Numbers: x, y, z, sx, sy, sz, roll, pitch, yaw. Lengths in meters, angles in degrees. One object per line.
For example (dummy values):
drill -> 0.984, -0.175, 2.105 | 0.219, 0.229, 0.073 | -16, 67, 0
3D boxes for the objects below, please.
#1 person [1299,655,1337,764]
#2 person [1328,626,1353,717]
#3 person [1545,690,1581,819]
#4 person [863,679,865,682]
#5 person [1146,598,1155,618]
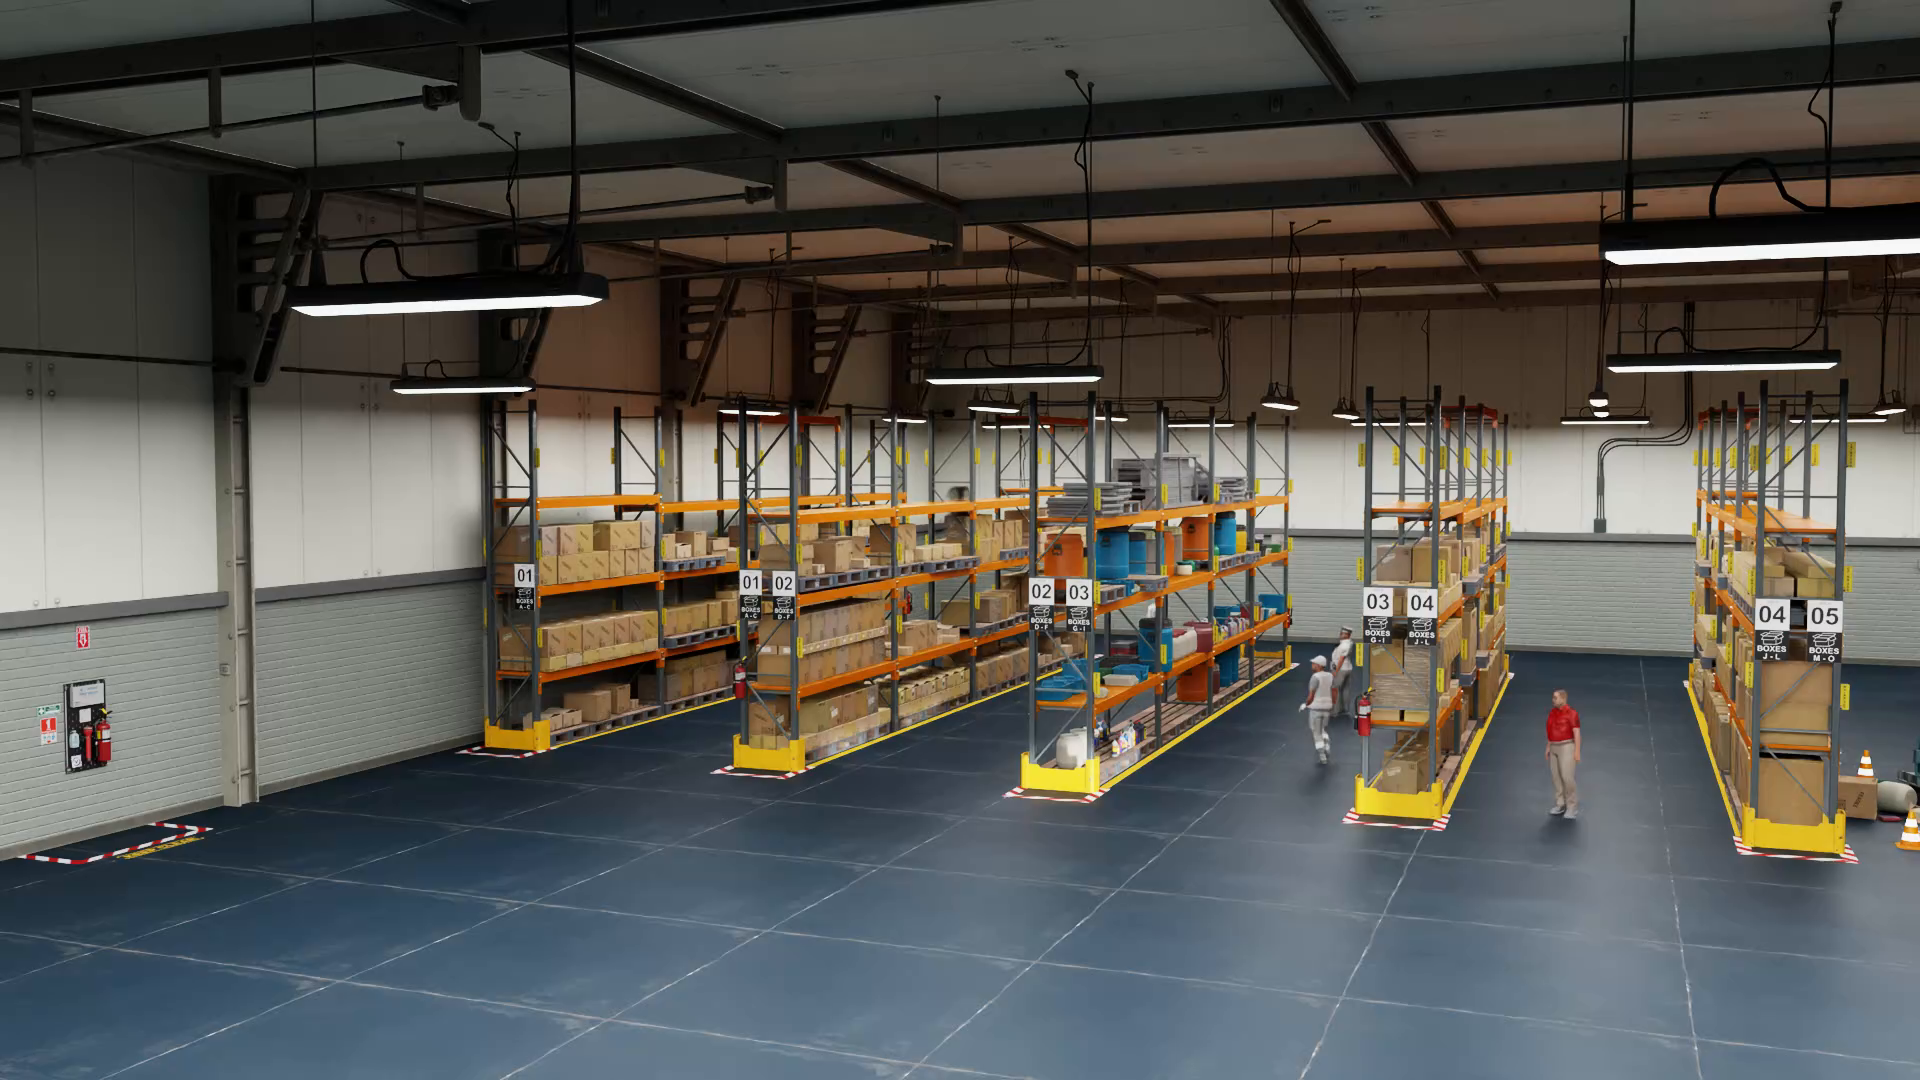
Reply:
person -> 5.905, 2.783, 27.285 | 0.650, 1.792, 0.452 | -1, 3, -18
person -> 7.346, 2.540, 32.195 | 0.497, 1.763, 0.611 | 2, 3, 35
person -> 8.470, 2.999, 23.384 | 0.380, 1.774, 0.648 | -1, 3, -18
person -> -2.091, 2.431, 34.007 | 0.395, 1.791, 0.596 | 2, 3, 31
person -> 4.842, 2.151, 40.873 | 0.511, 1.693, 0.378 | 0, 3, -9
